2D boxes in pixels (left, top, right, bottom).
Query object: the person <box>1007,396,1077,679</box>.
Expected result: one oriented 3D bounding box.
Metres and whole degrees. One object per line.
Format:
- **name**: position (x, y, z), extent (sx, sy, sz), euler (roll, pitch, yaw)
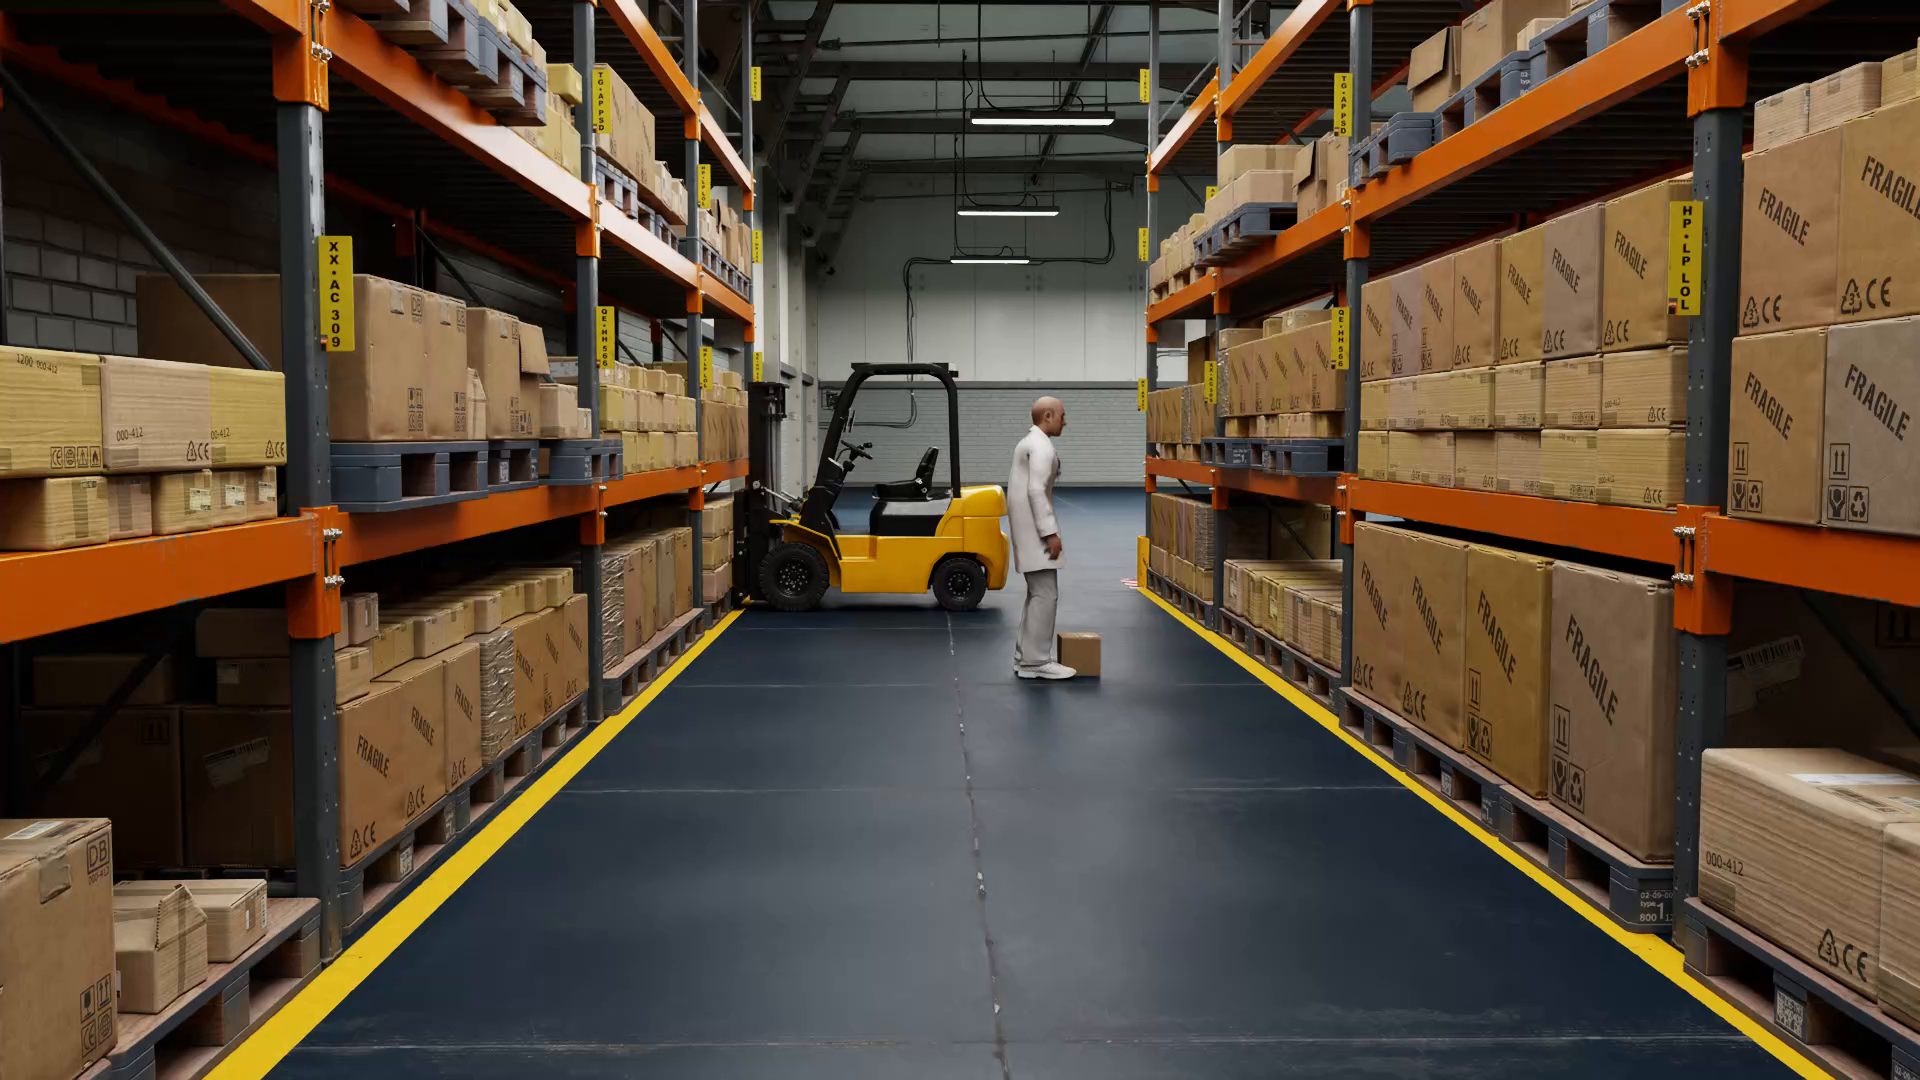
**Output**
- **person**: position (0.514, -0.027, 10.616), extent (0.413, 1.774, 0.656), euler (0, 4, -3)
